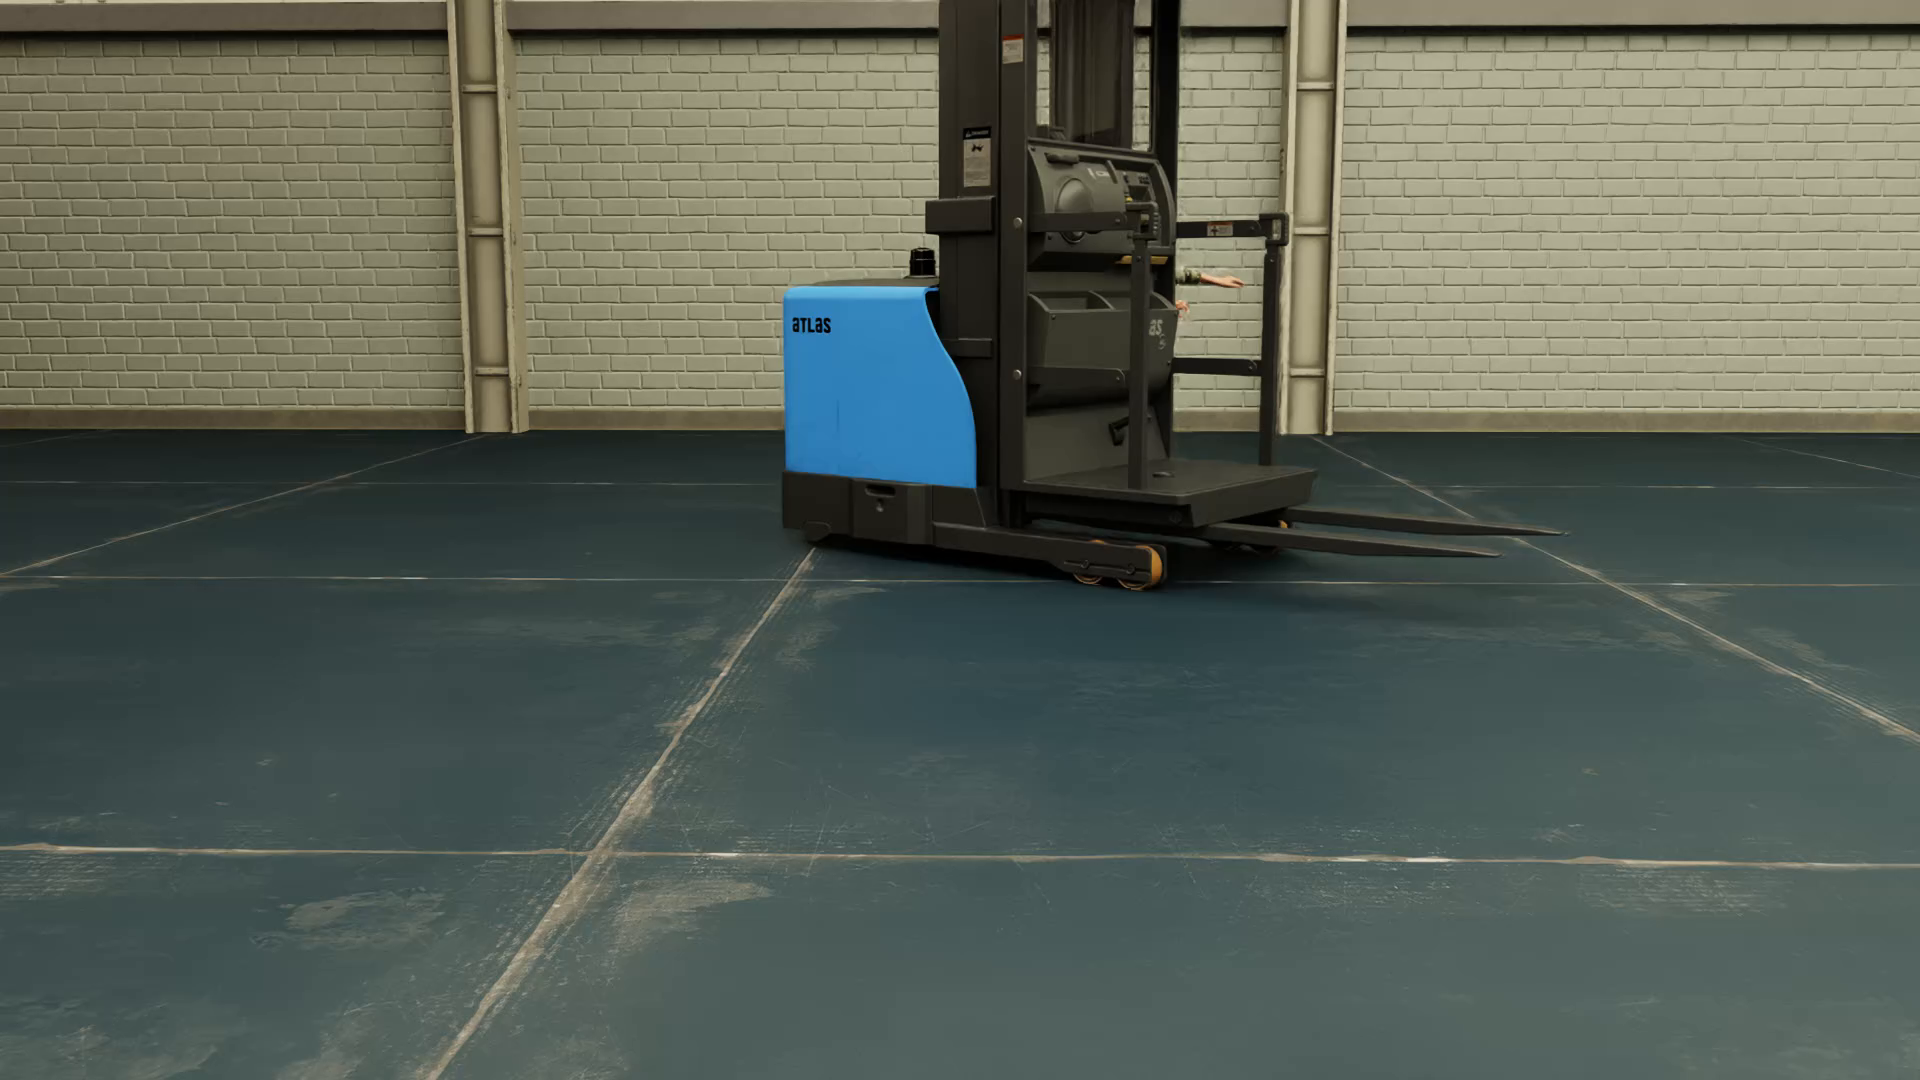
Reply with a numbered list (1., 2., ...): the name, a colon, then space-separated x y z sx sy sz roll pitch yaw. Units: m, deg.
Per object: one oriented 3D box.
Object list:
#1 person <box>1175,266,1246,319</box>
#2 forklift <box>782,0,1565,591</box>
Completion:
1. person: 0.798 -0.801 7.670 0.734 1.269 1.413 8 12 43
2. forklift: 0.724 -1.358 6.308 3.031 2.935 1.130 7 11 37
